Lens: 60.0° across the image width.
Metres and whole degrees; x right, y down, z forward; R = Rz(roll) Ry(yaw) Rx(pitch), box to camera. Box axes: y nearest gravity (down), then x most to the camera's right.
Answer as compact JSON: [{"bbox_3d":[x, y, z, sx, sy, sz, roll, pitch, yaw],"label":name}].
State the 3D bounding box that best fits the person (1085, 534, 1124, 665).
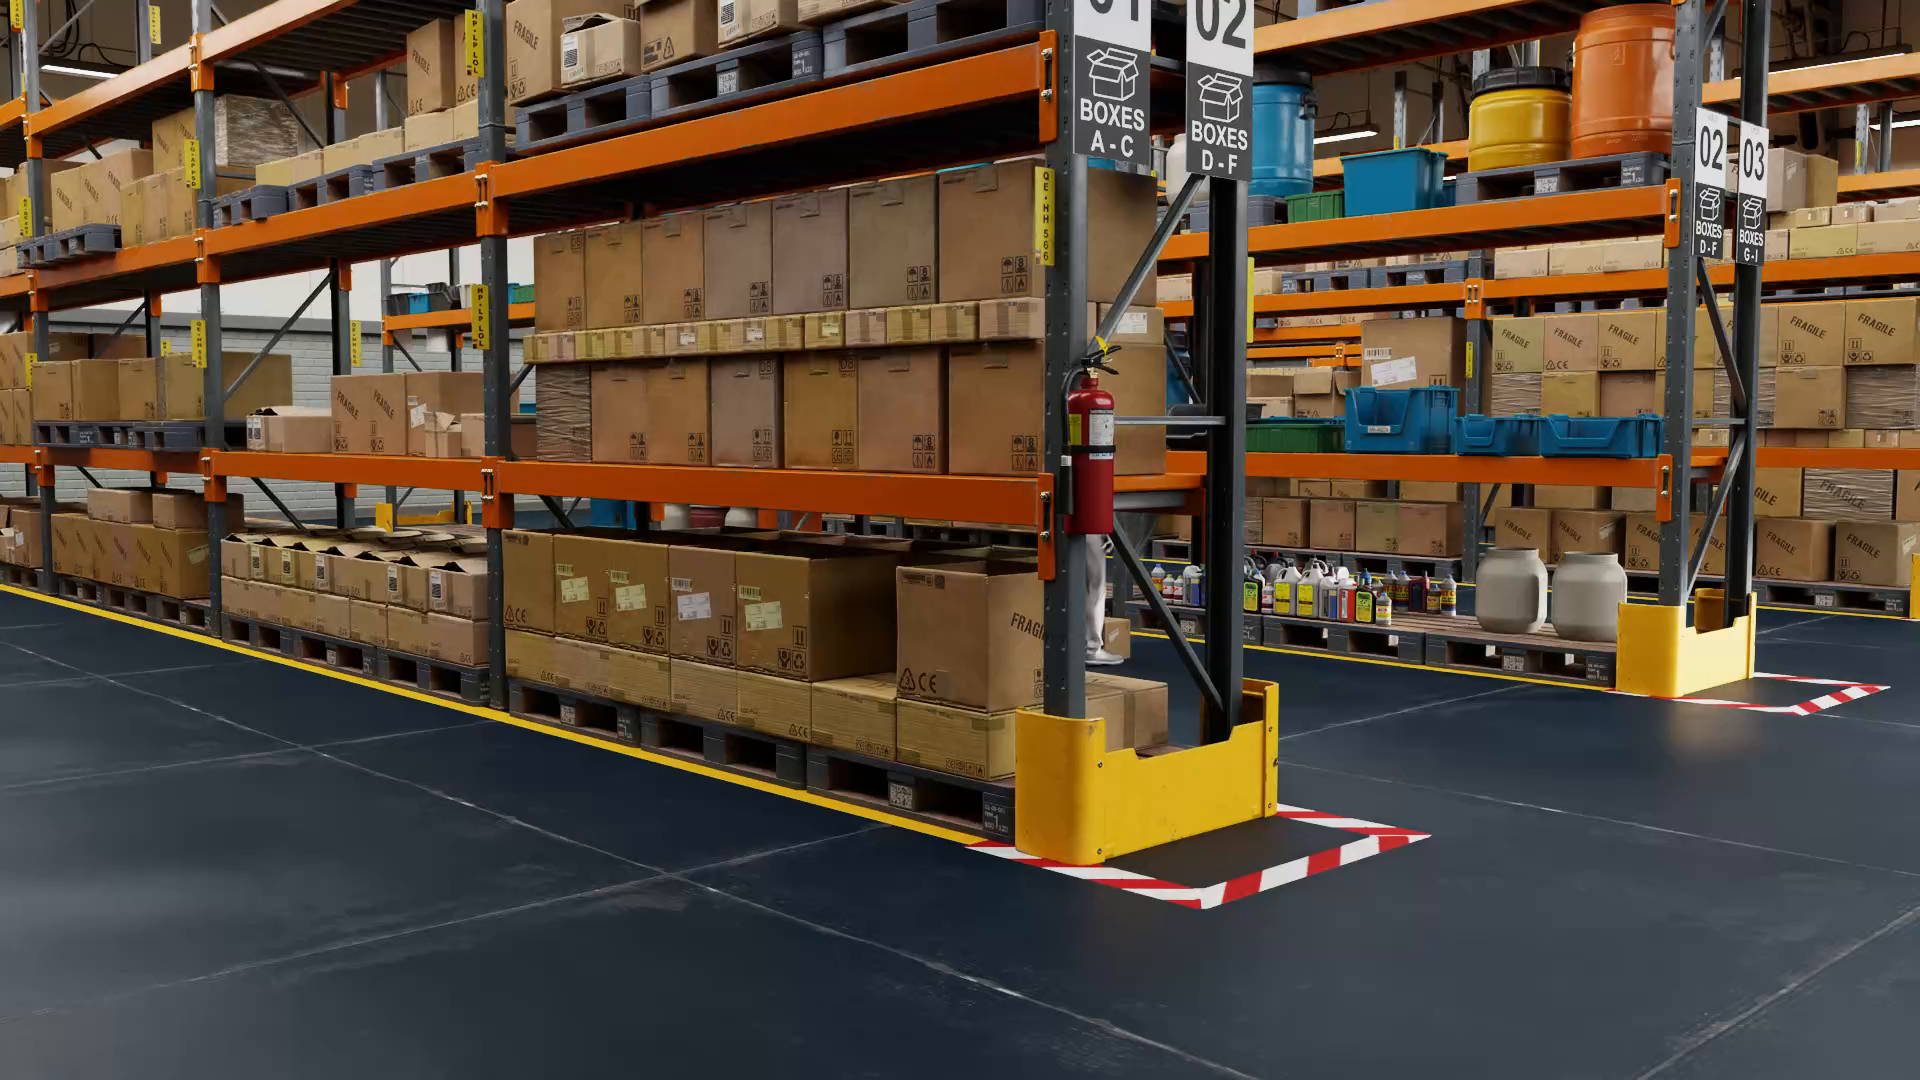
[{"bbox_3d":[0.750,-0.064,10.398,0.547,1.667,0.409,4,6,43],"label":"person"}]
